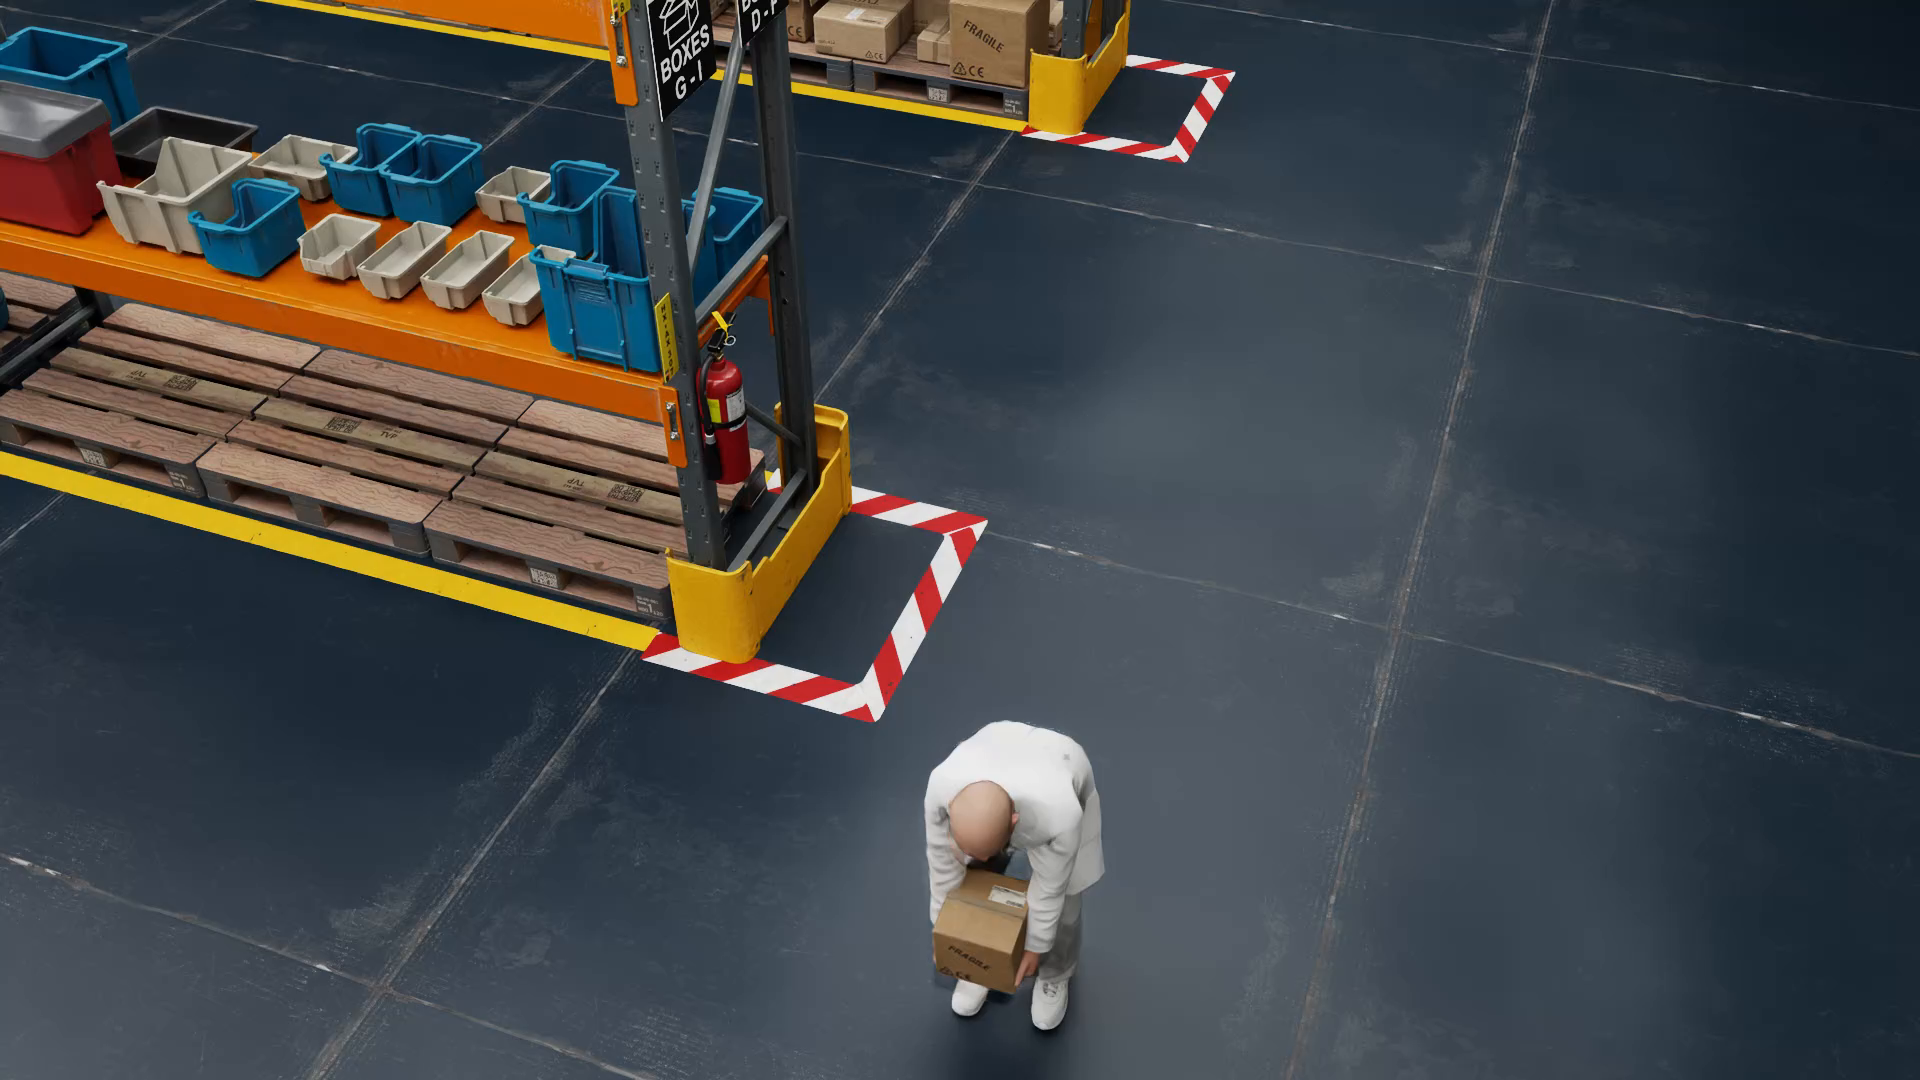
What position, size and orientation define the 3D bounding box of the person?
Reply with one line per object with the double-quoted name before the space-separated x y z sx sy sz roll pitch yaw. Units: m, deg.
"person" 0.143 1.056 5.164 0.546 1.507 0.815 13 43 14
